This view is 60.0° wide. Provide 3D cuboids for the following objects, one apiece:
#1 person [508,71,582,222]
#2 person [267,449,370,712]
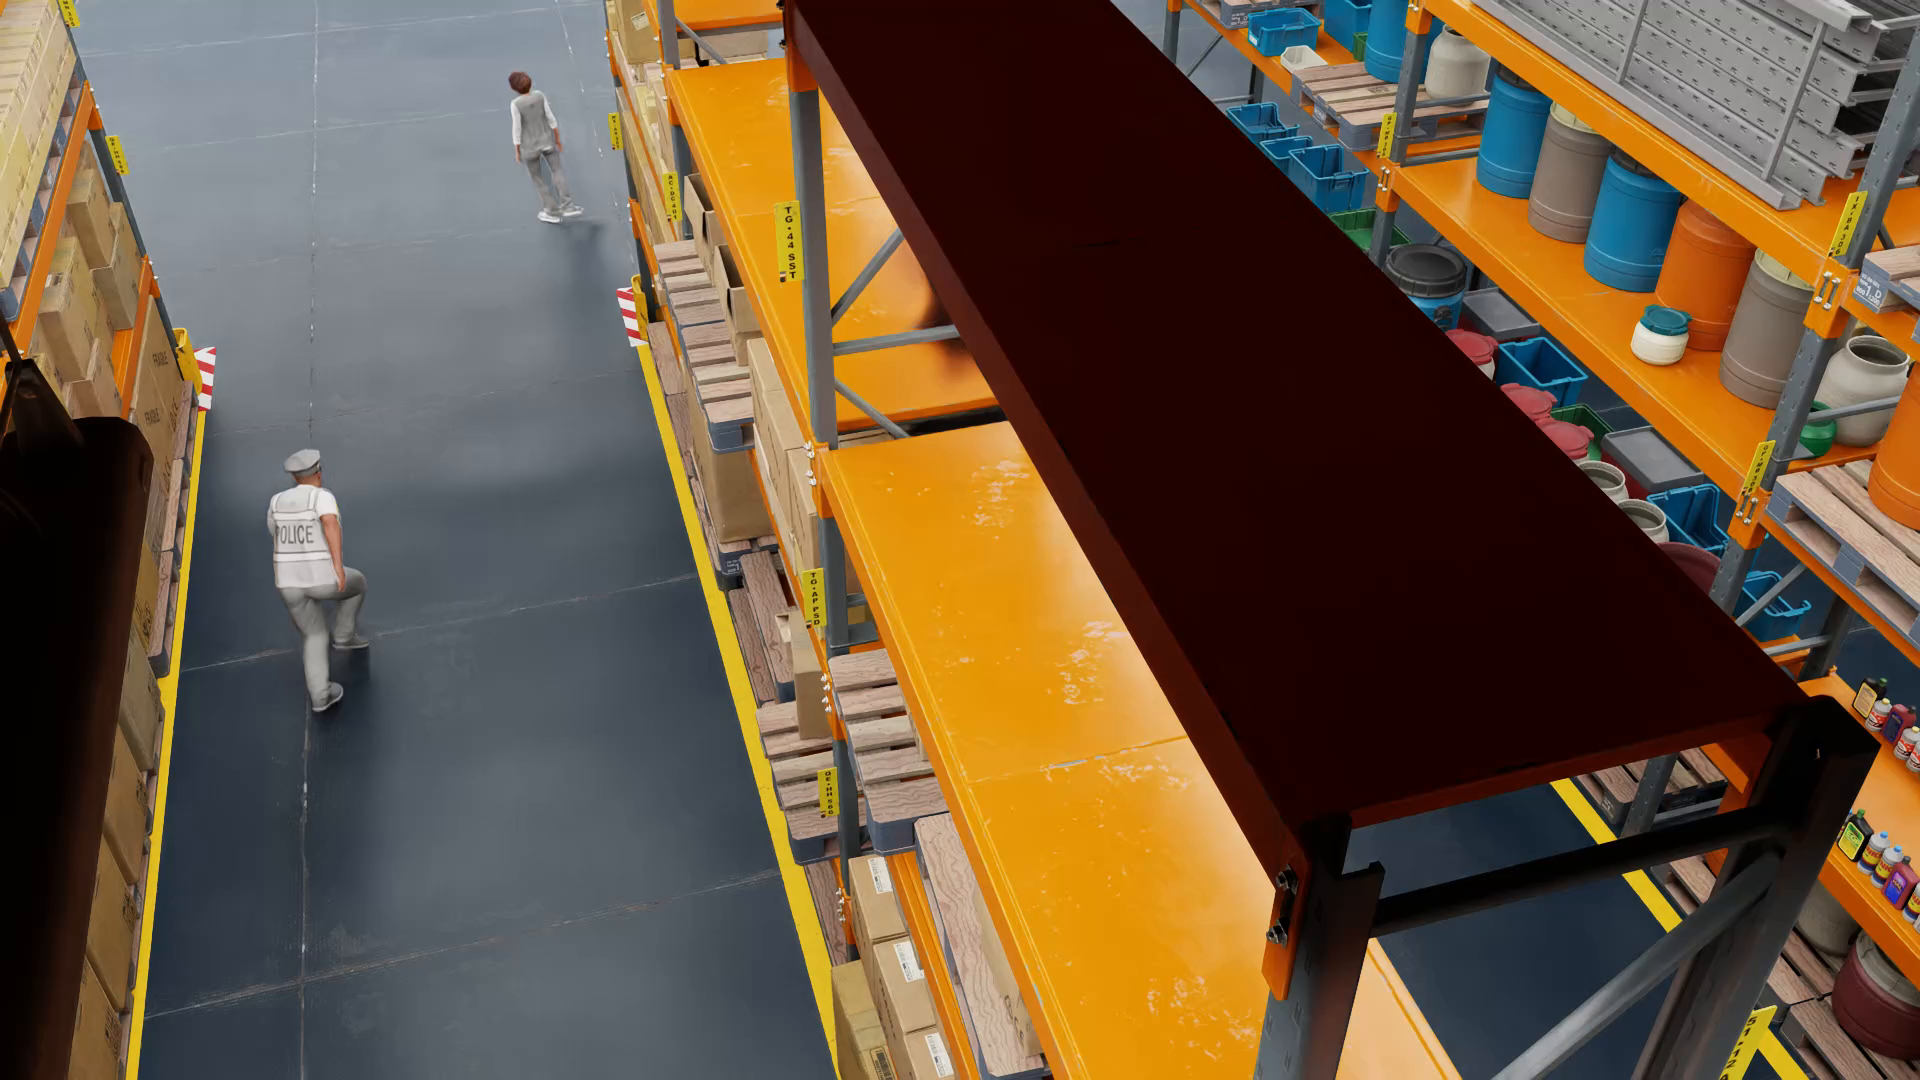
[{"bbox_3d":[-4.125,-3.881,16.452,0.538,1.583,0.432,-28,46,-31],"label":"person"},{"bbox_3d":[-4.369,0.303,11.261,0.654,1.539,1.168,1,38,1],"label":"person"}]
